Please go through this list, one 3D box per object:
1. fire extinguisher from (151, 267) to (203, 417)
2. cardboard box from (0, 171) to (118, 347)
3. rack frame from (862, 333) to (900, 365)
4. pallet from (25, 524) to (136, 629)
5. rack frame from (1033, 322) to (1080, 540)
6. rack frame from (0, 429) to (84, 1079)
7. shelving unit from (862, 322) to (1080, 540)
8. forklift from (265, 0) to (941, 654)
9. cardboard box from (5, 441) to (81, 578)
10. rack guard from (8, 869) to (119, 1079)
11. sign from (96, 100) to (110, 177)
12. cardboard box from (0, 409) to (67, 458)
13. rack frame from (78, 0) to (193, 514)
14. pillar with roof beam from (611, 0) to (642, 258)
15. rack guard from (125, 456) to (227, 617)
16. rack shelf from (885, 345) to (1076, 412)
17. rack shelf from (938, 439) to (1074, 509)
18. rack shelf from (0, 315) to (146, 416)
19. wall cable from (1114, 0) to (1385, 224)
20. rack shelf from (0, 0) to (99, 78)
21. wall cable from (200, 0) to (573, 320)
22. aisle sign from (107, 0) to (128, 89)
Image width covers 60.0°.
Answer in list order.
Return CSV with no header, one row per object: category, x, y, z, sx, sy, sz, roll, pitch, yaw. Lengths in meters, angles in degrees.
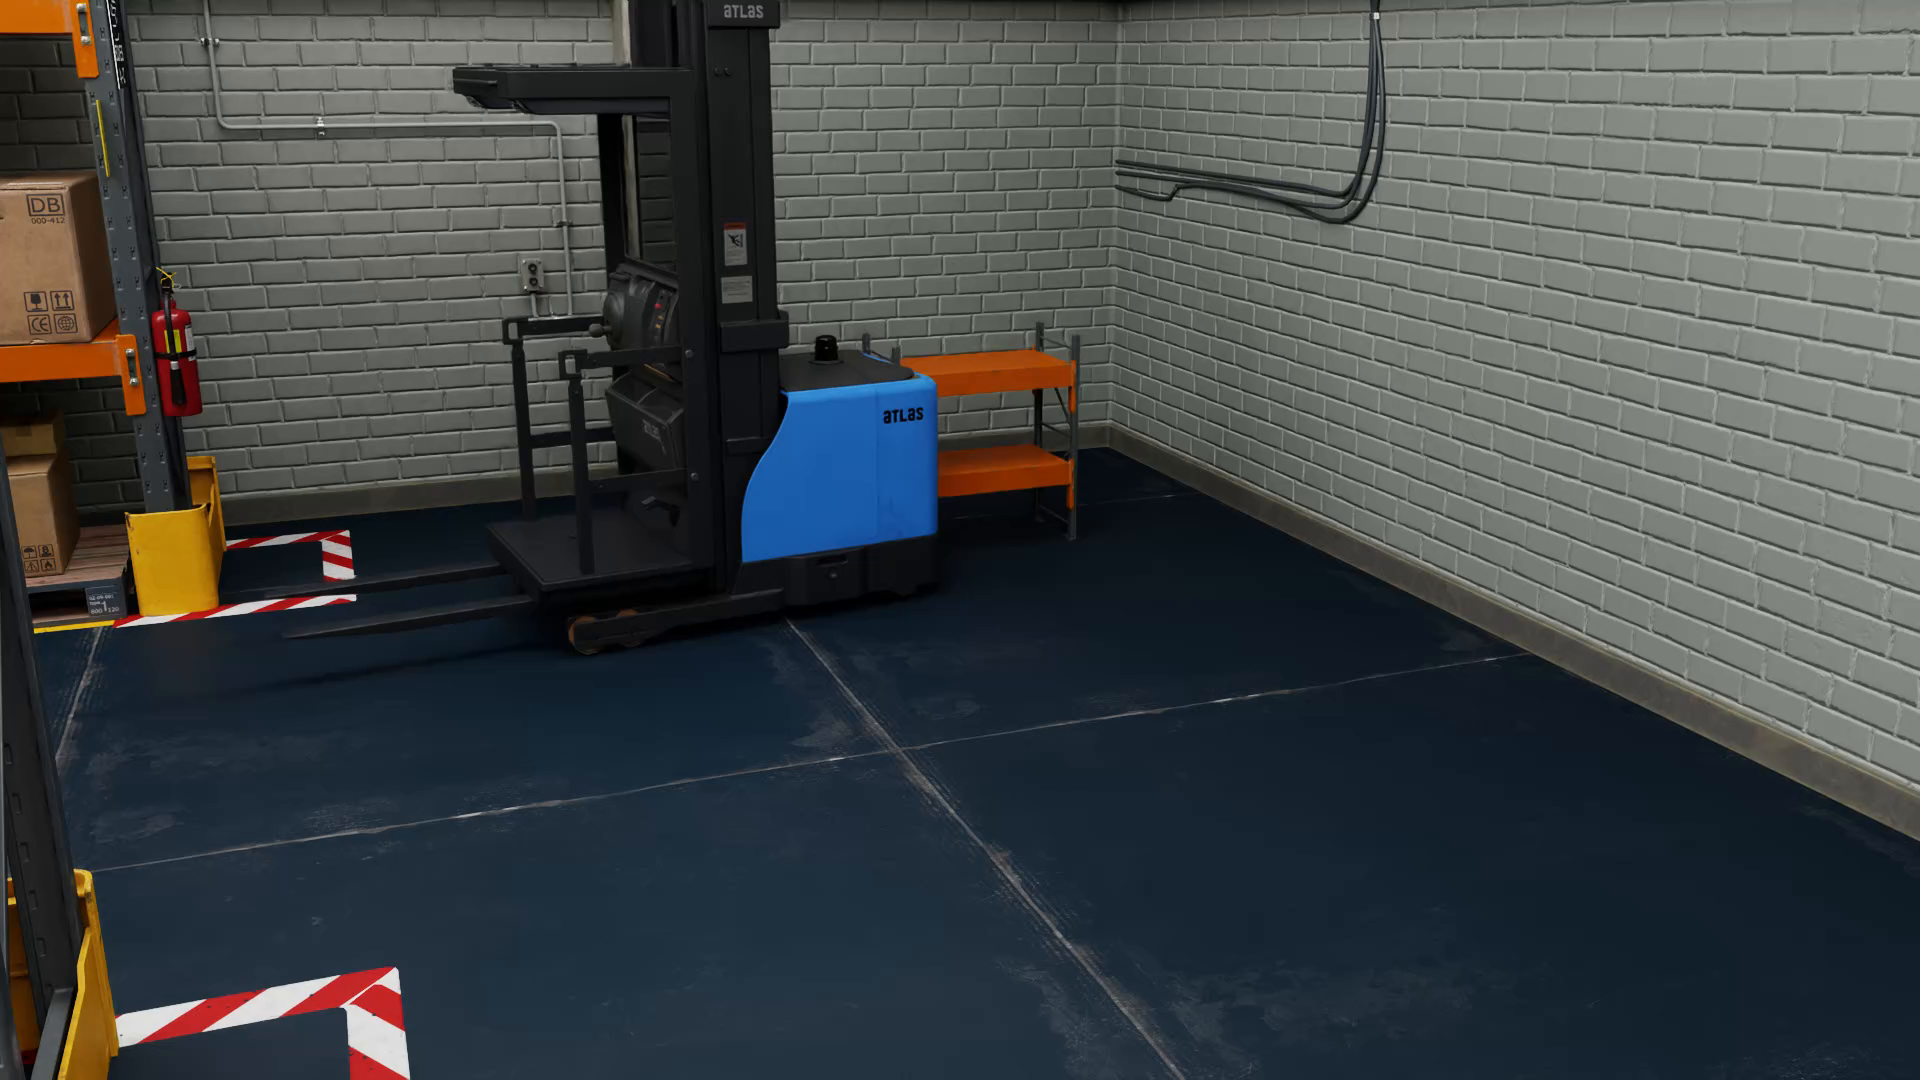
fire extinguisher,-3.638,-0.916,7.694,0.183,0.674,0.296,-6,17,-20
cardboard box,-4.417,-1.328,7.766,0.700,0.700,0.980,-5,17,-18
rack frame,-0.414,-0.497,8.795,0.032,1.125,0.500,-7,18,-21
pallet,-4.662,0.201,8.040,1.213,0.211,1.003,-6,17,-20
rack frame,0.528,-0.606,9.164,0.032,1.125,0.500,-7,18,-21
rack frame,-2.168,0.064,3.555,0.127,3.000,1.000,-6,17,-20
shelving unit,0.057,-0.551,8.979,1.048,1.125,0.538,-7,18,-21
forklift,-1.638,-1.069,7.537,3.031,2.935,1.130,-9,18,-27
cardboard box,-4.562,-0.144,7.955,0.500,0.500,0.700,-6,17,-20
rack guard,-2.239,1.271,3.881,0.348,0.500,1.175,-6,17,-20
sign,-3.763,-1.764,7.305,0.005,0.325,0.100,-6,17,-20
cardboard box,-4.517,-0.520,8.086,0.250,0.149,0.380,-6,17,-20
rack frame,-3.944,-1.239,7.992,0.127,3.000,1.000,-6,17,-20
pillar with roof beam,-0.192,-3.484,4.992,0.400,9.000,9.100,-6,17,-20
rack guard,-3.921,-0.042,8.352,0.348,0.500,1.175,-6,17,-20
rack shelf,0.057,-0.832,8.897,1.000,0.278,0.538,-7,18,-21
rack shelf,0.057,-0.317,9.048,1.000,0.278,0.538,-7,18,-21
rack shelf,-5.811,-0.692,7.407,4.000,0.370,1.077,-6,17,-20
wall cable,1.465,-3.103,9.206,0.112,2.526,3.097,-6,17,-20
rack shelf,-5.811,-2.131,6.984,4.000,0.370,1.077,-6,17,-20
wall cable,-3.087,-2.104,9.136,1.851,1.984,0.084,-6,17,-20
aisle sign,-3.769,-2.414,7.382,0.004,0.787,0.394,-6,17,-20
